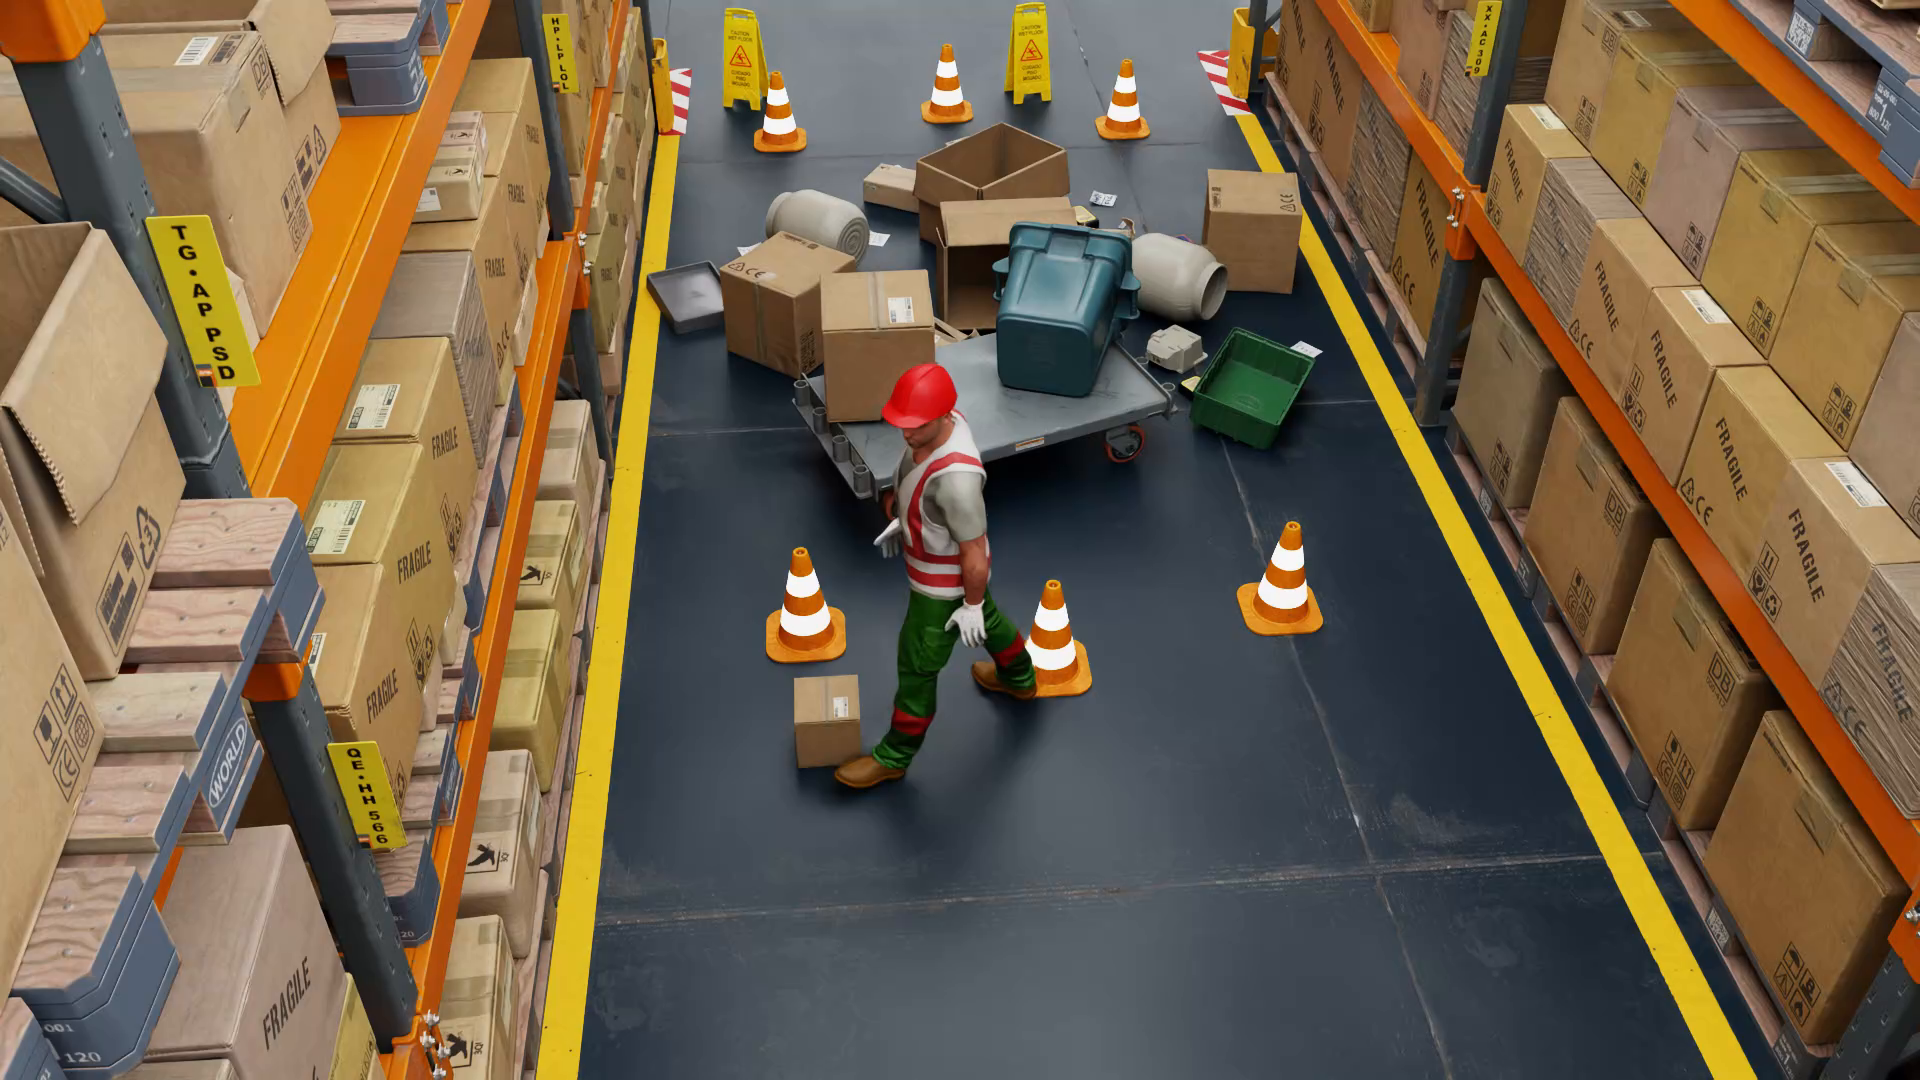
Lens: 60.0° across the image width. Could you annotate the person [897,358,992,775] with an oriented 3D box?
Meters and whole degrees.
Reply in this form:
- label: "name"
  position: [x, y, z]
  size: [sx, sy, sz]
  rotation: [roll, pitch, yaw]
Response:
- label: "person"
  position: [-0.068, 0.106, 6.010]
  size: [0.349, 1.788, 0.525]
  rotation: [-2, 39, -3]
